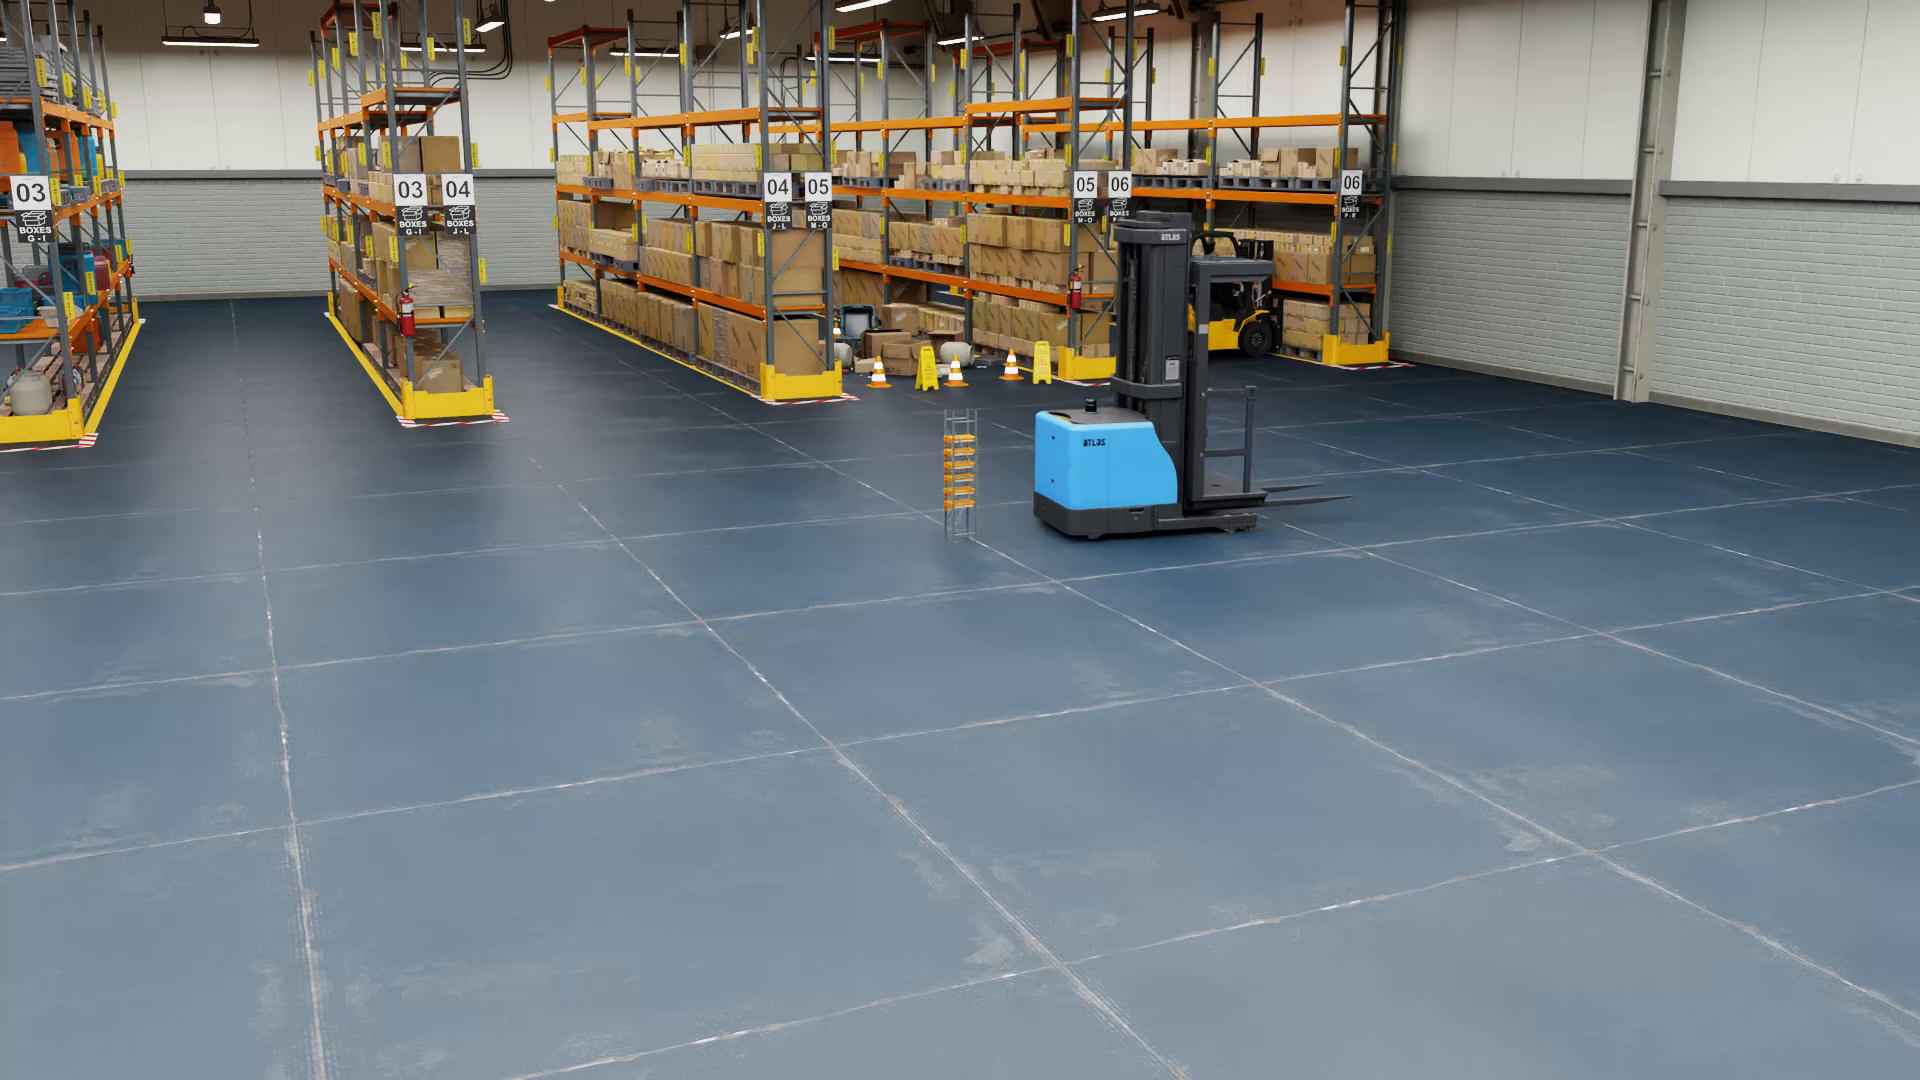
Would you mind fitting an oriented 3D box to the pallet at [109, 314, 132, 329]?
[{"bbox_3d":[-17.563,-4.469,34.090,1.003,0.211,1.213,-6,14,-23],"label":"pallet"}]

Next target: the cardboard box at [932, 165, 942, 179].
[{"bbox_3d":[-0.200,-6.775,30.621,0.500,0.250,0.500,-5,14,-22],"label":"cardboard box"}]

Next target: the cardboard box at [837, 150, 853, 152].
[{"bbox_3d":[-2.680,-8.421,36.956,0.500,0.500,0.500,-5,14,-22],"label":"cardboard box"}]

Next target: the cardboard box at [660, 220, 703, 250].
[{"bbox_3d":[-4.948,-5.455,29.727,0.700,0.500,0.500,-6,14,-24],"label":"cardboard box"}]

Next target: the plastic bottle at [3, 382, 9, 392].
[{"bbox_3d":[-12.649,-1.949,22.067,0.061,0.283,0.133,-5,14,-22],"label":"plastic bottle"}]

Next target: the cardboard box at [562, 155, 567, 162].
[{"bbox_3d":[-8.589,-8.447,36.782,0.380,0.149,0.250,-5,14,-22],"label":"cardboard box"}]

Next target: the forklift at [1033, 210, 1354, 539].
[{"bbox_3d":[2.279,-1.607,15.695,3.031,2.935,1.130,-4,14,-17],"label":"forklift"}]

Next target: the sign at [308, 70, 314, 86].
[{"bbox_3d":[-13.830,-9.855,35.449,0.100,0.325,0.005,-6,14,-23],"label":"sign"}]

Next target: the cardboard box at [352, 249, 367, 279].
[{"bbox_3d":[-10.540,-4.924,29.651,0.500,0.500,0.500,-5,14,-21],"label":"cardboard box"}]

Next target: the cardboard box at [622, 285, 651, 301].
[{"bbox_3d":[-6.256,-4.796,32.269,0.500,0.250,0.500,-5,14,-22],"label":"cardboard box"}]

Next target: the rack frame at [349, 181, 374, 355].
[{"bbox_3d":[-10.115,-4.796,29.319,1.000,3.000,0.127,-6,14,-23],"label":"rack frame"}]

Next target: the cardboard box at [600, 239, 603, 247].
[{"bbox_3d":[-6.971,-5.938,33.219,0.380,0.149,0.250,-5,14,-21],"label":"cardboard box"}]

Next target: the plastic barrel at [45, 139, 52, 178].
[{"bbox_3d":[-13.977,-5.583,24.957,0.600,0.901,0.708,-6,14,-23],"label":"plastic barrel"}]

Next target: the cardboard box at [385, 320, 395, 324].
[{"bbox_3d":[-9.361,-3.426,27.967,0.700,0.500,0.500,-4,14,-18],"label":"cardboard box"}]

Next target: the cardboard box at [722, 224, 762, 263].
[{"bbox_3d":[-3.174,-4.580,25.661,0.875,0.550,0.500,-6,14,-23],"label":"cardboard box"}]

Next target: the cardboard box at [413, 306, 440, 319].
[{"bbox_3d":[-7.214,-3.061,22.380,0.380,0.149,0.250,-6,14,-23],"label":"cardboard box"}]

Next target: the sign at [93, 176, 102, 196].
[{"bbox_3d":[-14.152,-5.810,27.280,0.100,0.325,0.005,-6,14,-23],"label":"sign"}]

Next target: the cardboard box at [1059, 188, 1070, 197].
[{"bbox_3d":[1.771,-5.425,25.944,0.380,0.149,0.250,-6,14,-23],"label":"cardboard box"}]

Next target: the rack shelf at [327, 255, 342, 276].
[{"bbox_3d":[-12.518,-5.685,34.756,1.077,0.370,4.000,-6,14,-23],"label":"rack shelf"}]

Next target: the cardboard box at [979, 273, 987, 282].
[{"bbox_3d":[0.549,-4.600,29.032,0.380,0.149,0.250,-5,14,-21],"label":"cardboard box"}]

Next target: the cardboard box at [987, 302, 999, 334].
[{"bbox_3d":[0.782,-3.839,28.688,0.500,0.500,0.500,-5,14,-21],"label":"cardboard box"}]

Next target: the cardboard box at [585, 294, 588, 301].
[{"bbox_3d":[-7.923,-5.266,36.084,0.380,0.149,0.250,-5,14,-22],"label":"cardboard box"}]

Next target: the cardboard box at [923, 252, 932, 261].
[{"bbox_3d":[-0.472,-5.351,31.343,0.380,0.149,0.250,-5,14,-21],"label":"cardboard box"}]

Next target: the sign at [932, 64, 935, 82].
[{"bbox_3d":[-0.541,-9.158,32.616,0.100,0.325,0.005,-6,14,-23],"label":"sign"}]

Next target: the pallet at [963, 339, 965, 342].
[{"bbox_3d":[0.254,-3.667,30.624,1.003,0.211,1.213,-6,14,-23],"label":"pallet"}]

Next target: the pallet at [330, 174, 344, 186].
[{"bbox_3d":[-12.035,-7.210,33.296,1.003,0.211,1.213,-6,14,-23],"label":"pallet"}]

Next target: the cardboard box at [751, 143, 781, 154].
[{"bbox_3d":[-2.771,-5.590,23.733,0.380,0.149,0.250,-5,14,-22],"label":"cardboard box"}]

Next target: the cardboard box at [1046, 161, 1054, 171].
[{"bbox_3d":[1.577,-5.917,26.297,0.380,0.149,0.250,-6,14,-24],"label":"cardboard box"}]

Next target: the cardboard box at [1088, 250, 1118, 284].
[{"bbox_3d":[2.234,-4.355,26.531,0.500,0.500,0.500,-6,14,-24],"label":"cardboard box"}]

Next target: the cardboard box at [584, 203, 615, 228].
[{"bbox_3d":[-7.568,-6.803,34.891,0.500,0.500,0.500,-6,14,-25],"label":"cardboard box"}]

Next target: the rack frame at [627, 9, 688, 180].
[{"bbox_3d":[-5.530,-8.146,30.488,1.000,3.000,0.127,-6,14,-23],"label":"rack frame"}]

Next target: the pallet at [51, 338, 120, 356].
[{"bbox_3d":[-15.492,-3.401,29.475,1.003,0.211,1.213,-6,14,-23],"label":"pallet"}]

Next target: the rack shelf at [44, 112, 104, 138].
[{"bbox_3d":[-15.454,-7.139,28.621,1.077,0.370,4.000,-6,14,-23],"label":"rack shelf"}]

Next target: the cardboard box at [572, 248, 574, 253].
[{"bbox_3d":[-8.477,-6.506,37.267,0.380,0.149,0.250,-5,14,-20],"label":"cardboard box"}]

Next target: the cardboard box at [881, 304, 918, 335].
[{"bbox_3d":[-1.051,-3.849,29.091,0.500,0.500,0.500,-6,14,-23],"label":"cardboard box"}]

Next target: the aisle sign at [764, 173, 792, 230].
[{"bbox_3d":[-2.572,-4.795,23.549,0.394,0.787,0.004,-6,14,-23],"label":"aisle sign"}]

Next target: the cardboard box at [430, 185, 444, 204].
[{"bbox_3d":[-6.866,-4.654,22.387,0.500,0.250,0.500,-5,14,-21],"label":"cardboard box"}]

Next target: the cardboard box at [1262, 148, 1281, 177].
[{"bbox_3d":[5.798,-6.667,29.367,0.797,0.503,0.637,-5,14,-21],"label":"cardboard box"}]

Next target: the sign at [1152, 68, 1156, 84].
[{"bbox_3d":[4.019,-9.646,34.547,0.100,0.325,0.005,-6,14,-23],"label":"sign"}]

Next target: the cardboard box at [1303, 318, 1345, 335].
[{"bbox_3d":[6.235,-3.668,28.504,0.500,0.250,0.500,-6,14,-24],"label":"cardboard box"}]

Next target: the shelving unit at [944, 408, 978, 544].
[{"bbox_3d":[0.006,-0.582,15.102,0.258,1.200,0.189,-6,14,-23],"label":"shelving unit"}]

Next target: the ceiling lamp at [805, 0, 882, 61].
[{"bbox_3d":[-2.900,-13.903,42.417,2.000,3.185,0.800,-6,14,-23],"label":"ceiling lamp"}]

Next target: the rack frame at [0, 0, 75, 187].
[{"bbox_3d":[-13.051,-6.445,23.139,1.000,3.000,0.127,-6,14,-23],"label":"rack frame"}]

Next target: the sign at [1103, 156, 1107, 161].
[{"bbox_3d":[3.014,-7.805,34.520,0.100,0.325,0.005,-6,14,-23],"label":"sign"}]

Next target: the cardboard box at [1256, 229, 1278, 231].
[{"bbox_3d":[5.700,-5.675,30.800,0.380,0.149,0.250,-6,14,-23],"label":"cardboard box"}]

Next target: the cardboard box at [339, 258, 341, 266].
[{"bbox_3d":[-12.139,-5.533,33.062,0.380,0.149,0.250,-6,14,-23],"label":"cardboard box"}]

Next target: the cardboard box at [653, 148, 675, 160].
[{"bbox_3d":[-5.646,-7.321,31.657,0.396,0.266,0.258,-6,14,-23],"label":"cardboard box"}]

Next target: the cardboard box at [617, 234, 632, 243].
[{"bbox_3d":[-6.350,-5.761,31.795,0.380,0.149,0.250,-5,14,-21],"label":"cardboard box"}]

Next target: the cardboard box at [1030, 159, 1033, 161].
[{"bbox_3d":[1.799,-8.554,37.647,0.380,0.149,0.250,-5,14,-22],"label":"cardboard box"}]

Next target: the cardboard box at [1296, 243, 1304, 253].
[{"bbox_3d":[6.055,-5.060,28.799,0.380,0.149,0.250,-6,14,-23],"label":"cardboard box"}]

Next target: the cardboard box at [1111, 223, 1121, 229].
[{"bbox_3d":[3.449,-6.514,35.588,0.500,0.500,0.500,-5,14,-20],"label":"cardboard box"}]

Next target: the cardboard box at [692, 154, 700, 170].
[{"bbox_3d":[-3.988,-6.057,26.634,0.500,0.250,0.500,-6,14,-23],"label":"cardboard box"}]

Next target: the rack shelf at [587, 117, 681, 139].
[{"bbox_3d":[-6.331,-8.013,32.399,1.077,0.370,4.000,-6,14,-23],"label":"rack shelf"}]

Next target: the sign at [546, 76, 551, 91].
[{"bbox_3d":[-9.232,-10.243,37.303,0.100,0.325,0.005,-6,14,-23],"label":"sign"}]
